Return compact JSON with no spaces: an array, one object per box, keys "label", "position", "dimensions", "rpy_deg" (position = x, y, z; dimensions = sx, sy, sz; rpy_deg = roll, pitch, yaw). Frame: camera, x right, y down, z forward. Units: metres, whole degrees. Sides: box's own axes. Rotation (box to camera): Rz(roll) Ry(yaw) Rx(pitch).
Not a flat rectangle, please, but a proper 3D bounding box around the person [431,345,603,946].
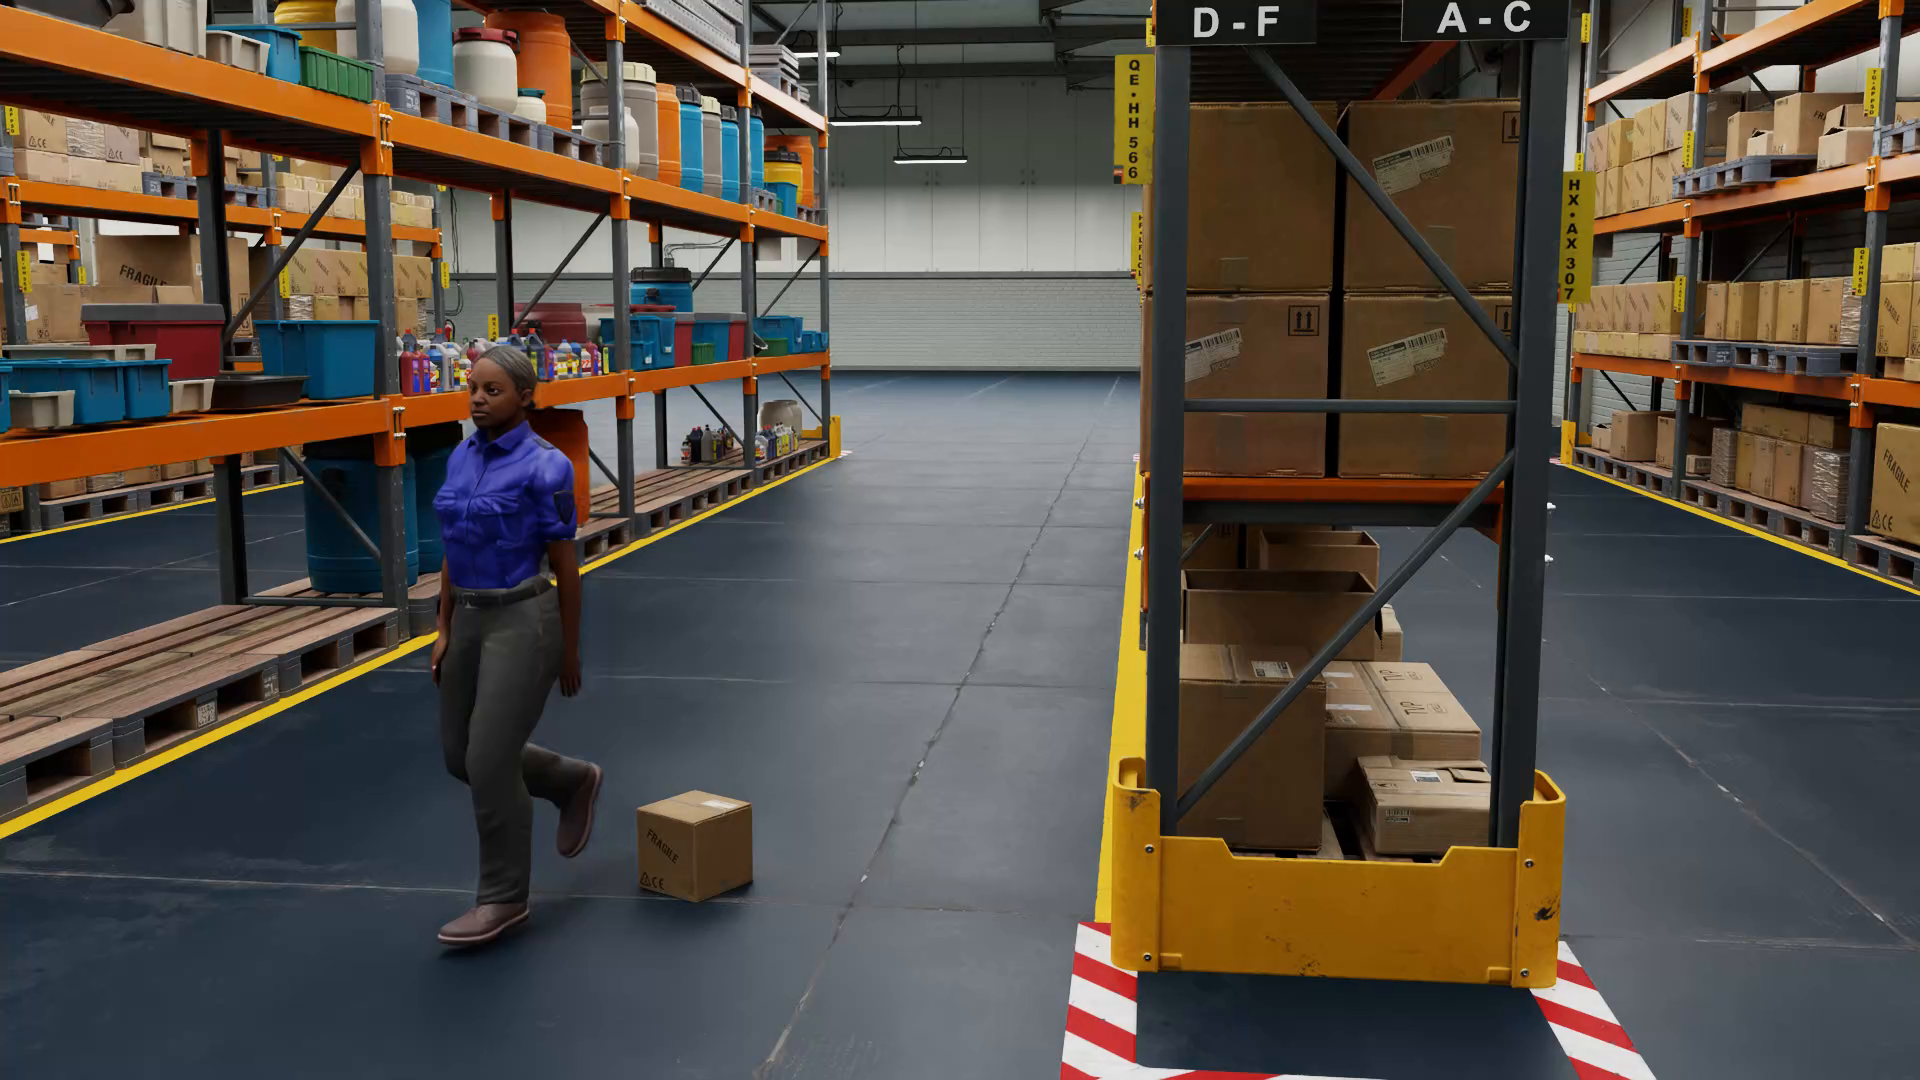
[{"label":"person","position":[-1.259,0.261,4.762],"dimensions":[0.444,1.628,0.736],"rpy_deg":[5,9,34]}]
